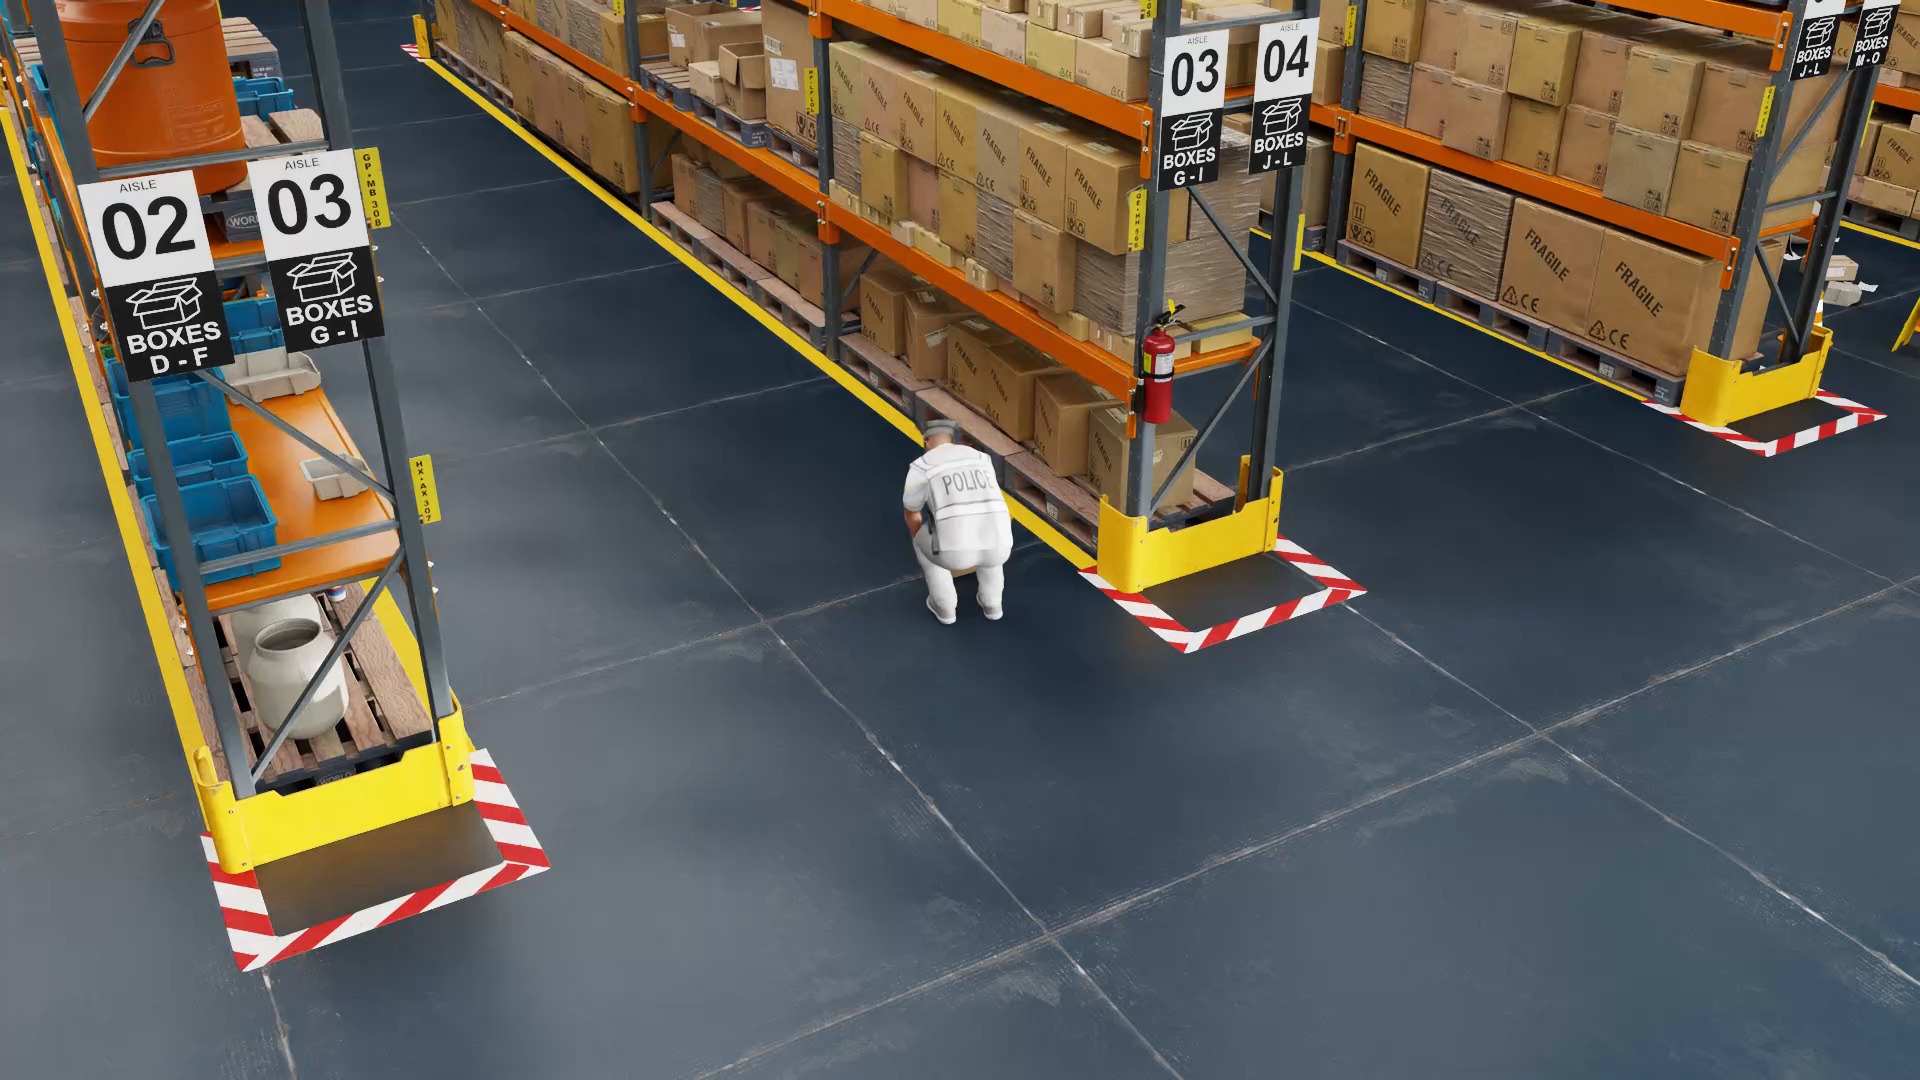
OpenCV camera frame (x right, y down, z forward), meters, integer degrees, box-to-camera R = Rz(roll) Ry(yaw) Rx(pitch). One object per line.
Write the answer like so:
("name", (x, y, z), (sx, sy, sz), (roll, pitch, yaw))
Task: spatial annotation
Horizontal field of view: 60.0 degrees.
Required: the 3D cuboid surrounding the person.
("person", (-0.022, -0.102, 9.498), (0.566, 1.029, 0.943), (-6, 29, -10))
